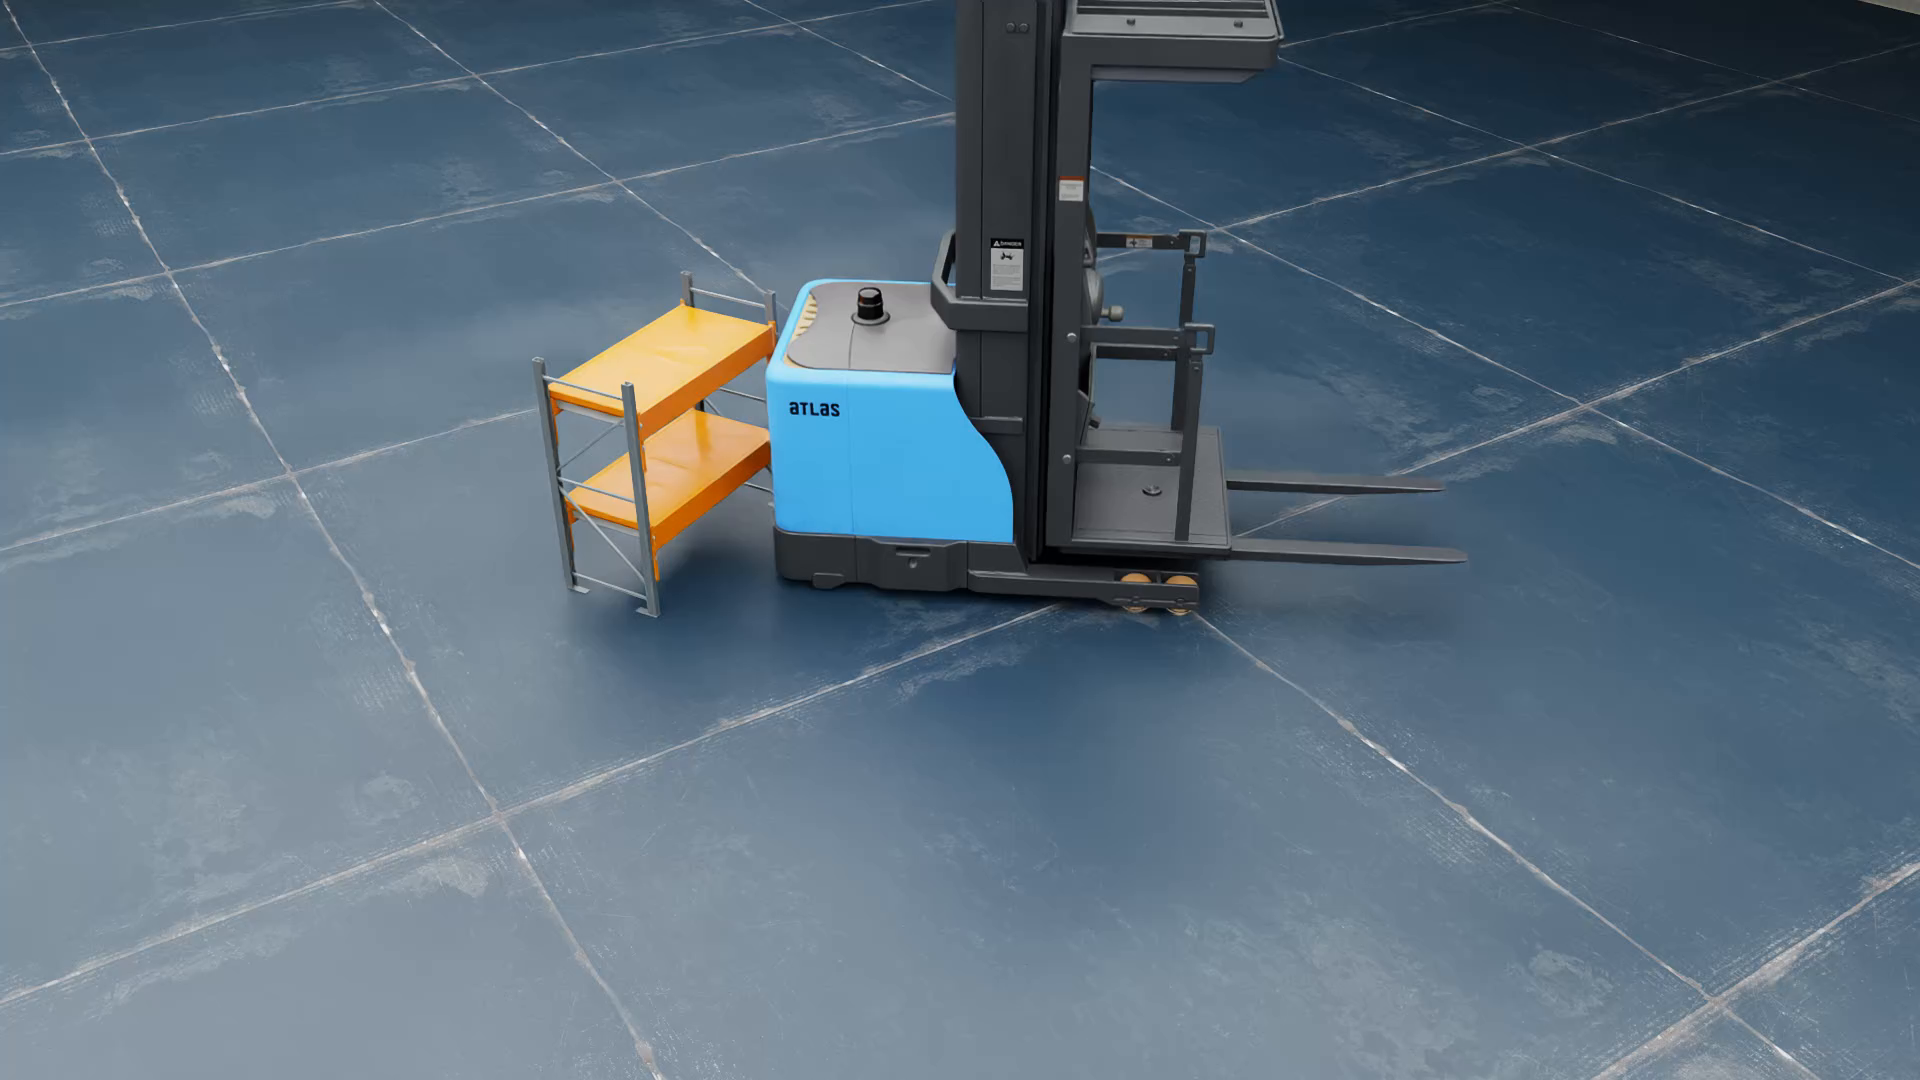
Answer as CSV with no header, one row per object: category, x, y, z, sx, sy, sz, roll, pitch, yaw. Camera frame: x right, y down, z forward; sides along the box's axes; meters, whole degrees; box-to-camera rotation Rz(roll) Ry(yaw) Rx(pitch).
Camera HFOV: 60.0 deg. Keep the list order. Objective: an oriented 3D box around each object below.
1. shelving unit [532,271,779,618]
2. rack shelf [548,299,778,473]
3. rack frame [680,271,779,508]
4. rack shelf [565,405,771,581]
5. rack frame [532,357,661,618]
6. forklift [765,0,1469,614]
shelving unit,-1.288,-0.445,7.401,0.538,1.125,1.048,16,36,24
rack shelf,-1.288,-0.693,7.245,0.538,0.278,1.000,16,36,24
rack frame,-1.047,-0.684,7.780,0.500,1.125,0.032,16,36,24
rack shelf,-1.288,-0.238,7.532,0.538,0.278,1.000,16,36,24
rack frame,-1.529,-0.206,7.023,0.500,1.125,0.032,16,36,24
forklift,0.724,-1.214,6.927,3.031,2.935,1.130,3,32,4
